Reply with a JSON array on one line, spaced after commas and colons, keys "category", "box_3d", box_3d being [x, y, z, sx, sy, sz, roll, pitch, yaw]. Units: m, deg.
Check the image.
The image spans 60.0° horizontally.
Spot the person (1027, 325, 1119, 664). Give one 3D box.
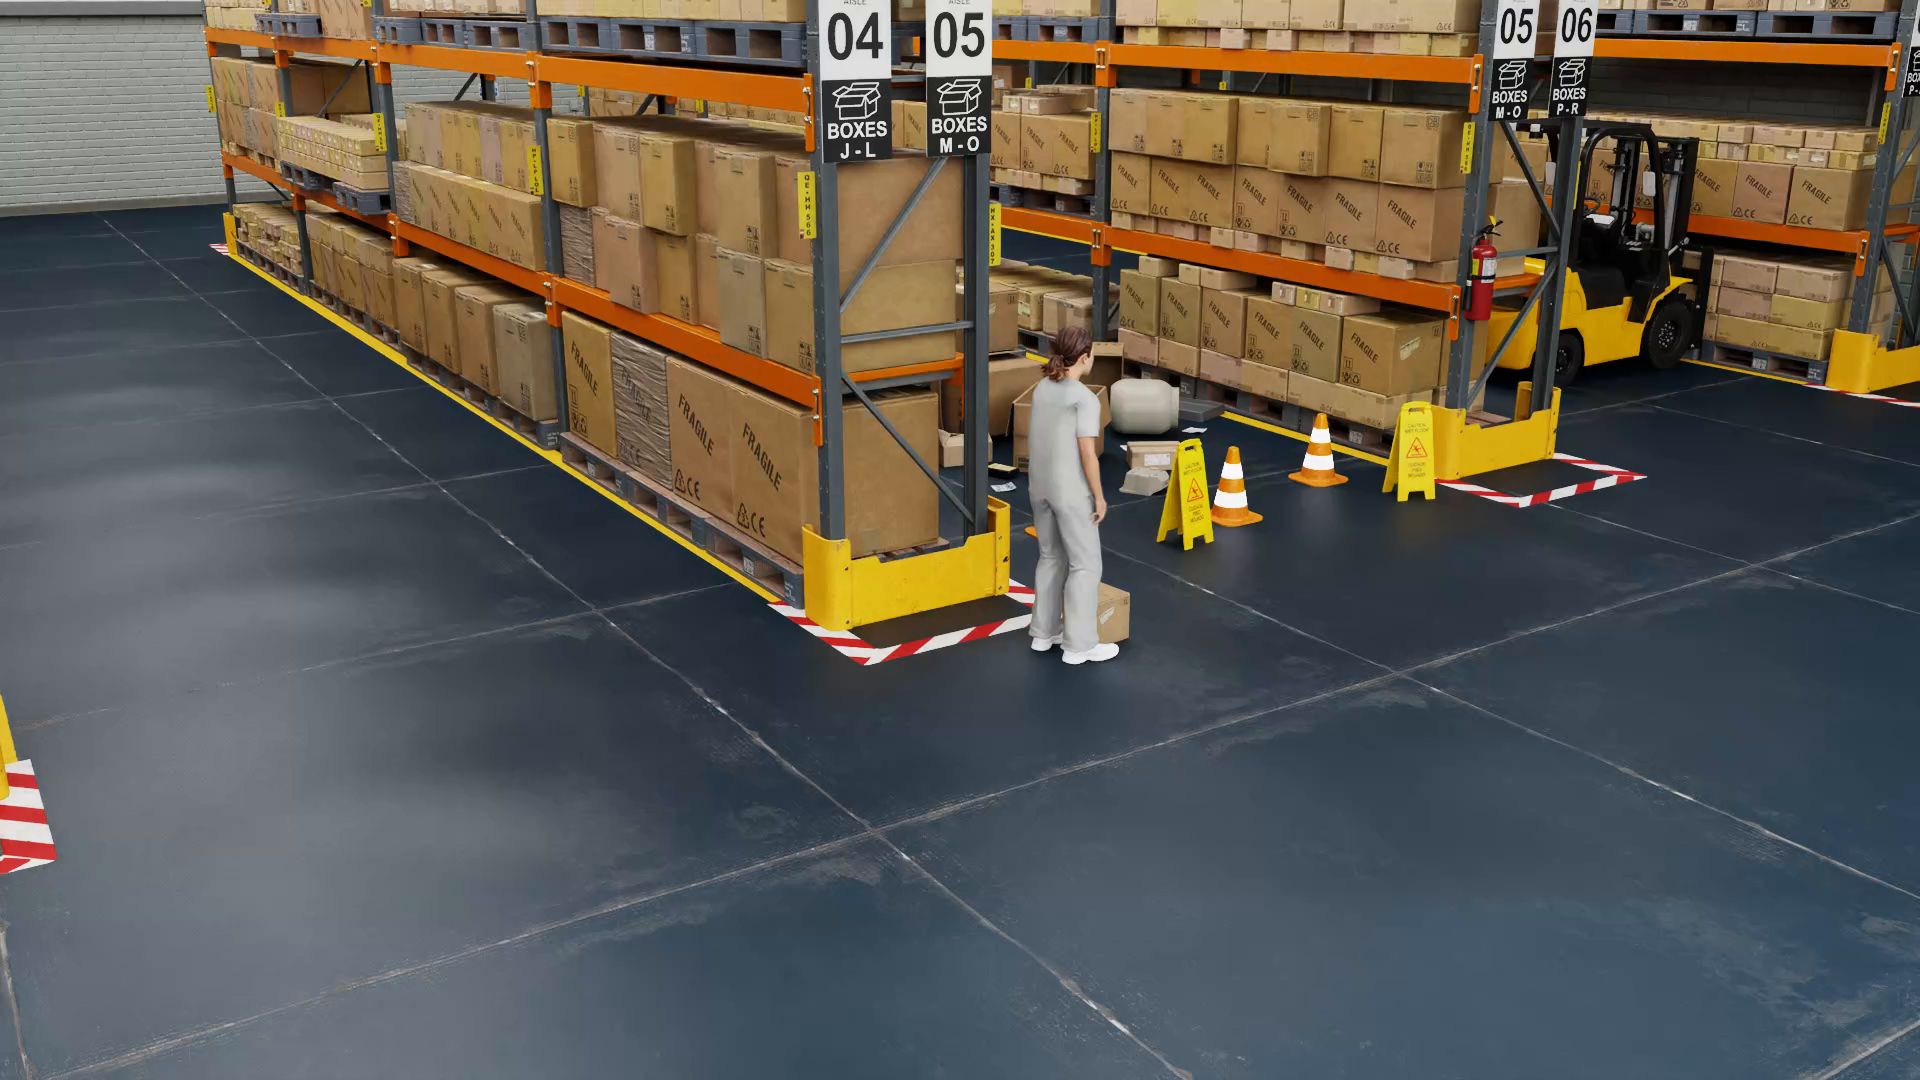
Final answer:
[{"category": "person", "box_3d": [0.530, -0.228, 8.254, 0.359, 1.672, 0.489, -14, 23, -37]}]
